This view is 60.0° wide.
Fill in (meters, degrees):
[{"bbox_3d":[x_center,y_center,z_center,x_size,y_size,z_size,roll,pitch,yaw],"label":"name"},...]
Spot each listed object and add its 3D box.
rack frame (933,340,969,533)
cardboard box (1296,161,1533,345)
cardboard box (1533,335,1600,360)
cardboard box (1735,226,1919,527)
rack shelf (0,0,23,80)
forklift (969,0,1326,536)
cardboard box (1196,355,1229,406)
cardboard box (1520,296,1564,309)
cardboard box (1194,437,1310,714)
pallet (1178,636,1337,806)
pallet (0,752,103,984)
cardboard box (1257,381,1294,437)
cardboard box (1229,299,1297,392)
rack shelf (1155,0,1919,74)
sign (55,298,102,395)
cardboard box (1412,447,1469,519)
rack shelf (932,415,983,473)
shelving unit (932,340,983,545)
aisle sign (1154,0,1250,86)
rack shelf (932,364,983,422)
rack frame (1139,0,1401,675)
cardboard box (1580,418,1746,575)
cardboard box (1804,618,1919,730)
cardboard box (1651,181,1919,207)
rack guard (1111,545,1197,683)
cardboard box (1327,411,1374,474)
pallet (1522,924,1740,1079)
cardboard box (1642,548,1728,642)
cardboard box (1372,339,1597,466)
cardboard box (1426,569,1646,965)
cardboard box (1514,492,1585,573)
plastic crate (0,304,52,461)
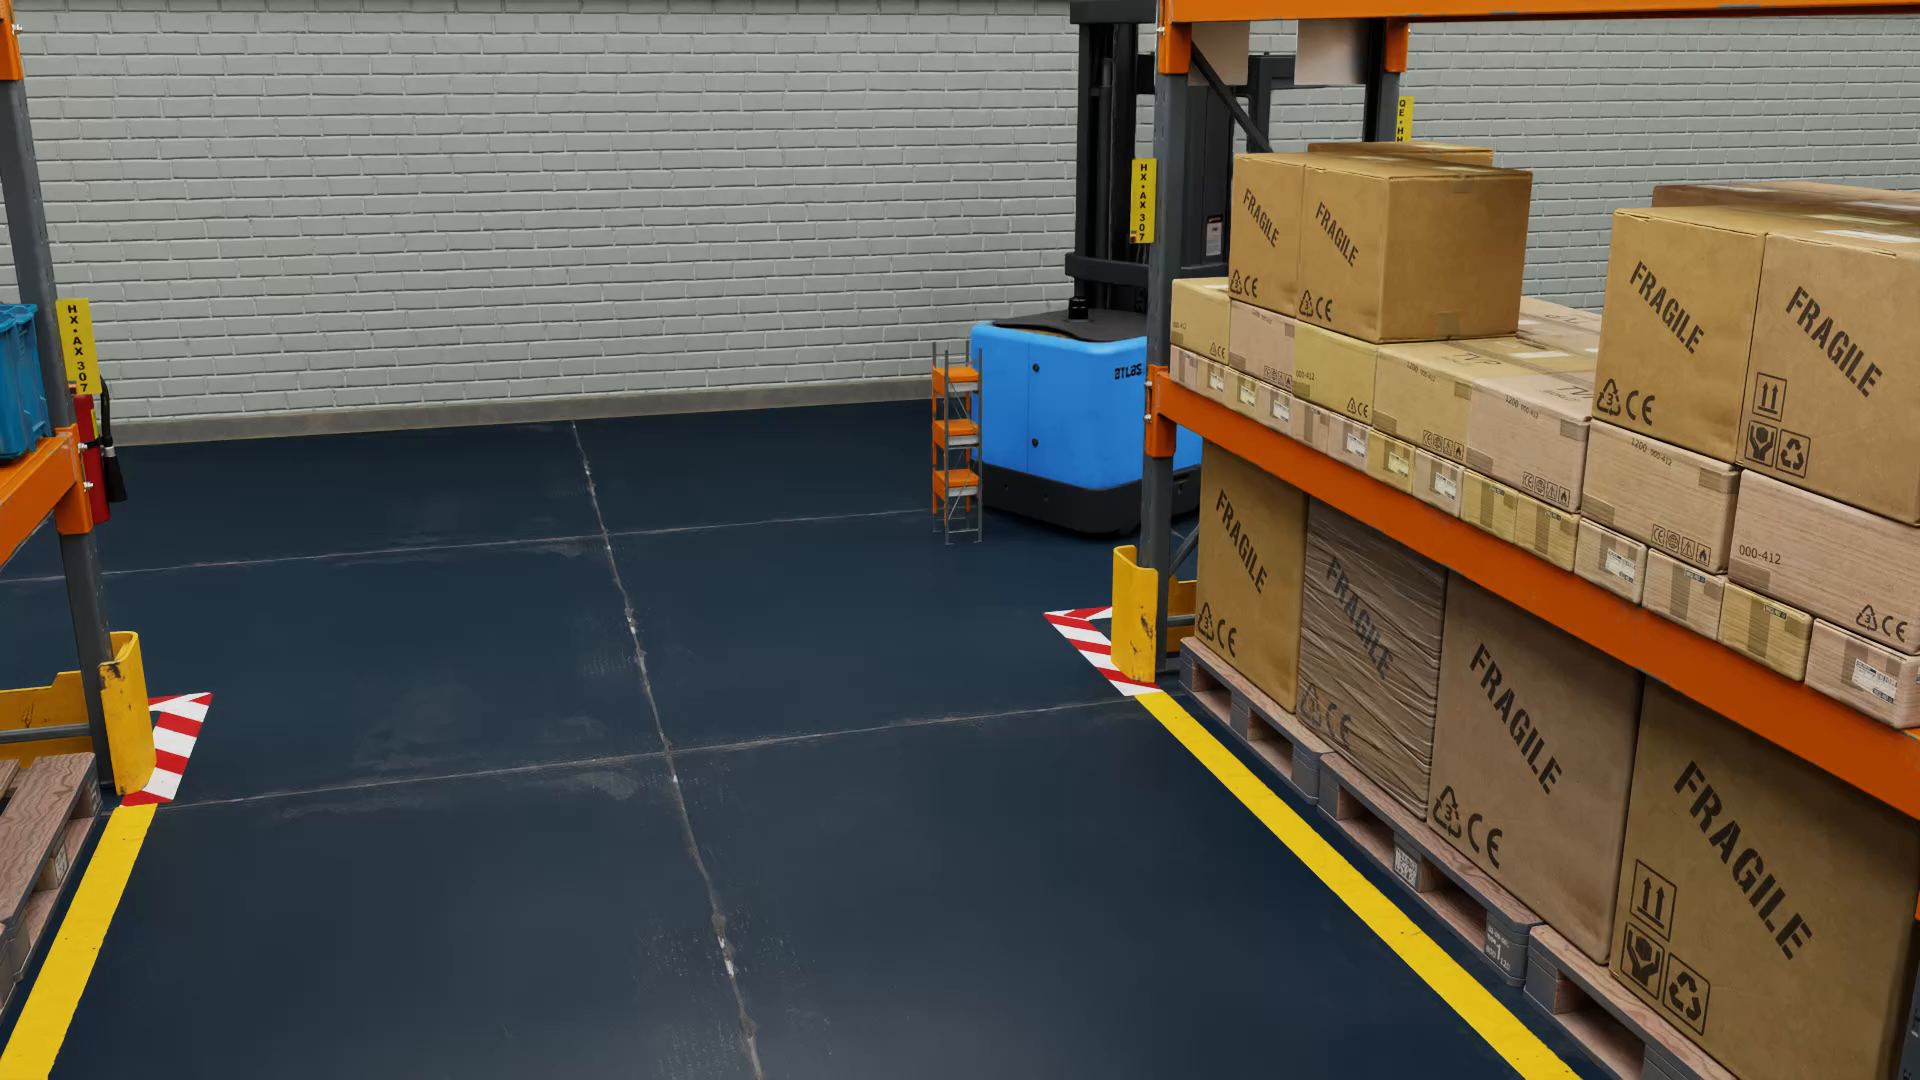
[{"bbox_3d":[-0.048,-0.551,8.963,0.200,1.050,0.008,-5,17,-15],"label":"rack frame"},{"bbox_3d":[1.412,-0.914,5.221,0.500,0.500,0.500,-5,17,-17],"label":"cardboard box"},{"bbox_3d":[2.068,-0.452,4.987,0.500,0.250,0.500,-5,17,-15],"label":"cardboard box"},{"bbox_3d":[1.969,-0.349,3.339,0.500,0.500,0.500,-4,17,-14],"label":"cardboard box"},{"bbox_3d":[-2.959,-1.067,3.326,1.077,0.370,4.000,-5,17,-15],"label":"rack shelf"},{"bbox_3d":[1.452,-1.766,9.738,3.031,2.935,1.130,-15,23,-42],"label":"forklift"},{"bbox_3d":[1.106,-0.604,6.185,0.380,0.149,0.250,-5,17,-16],"label":"cardboard box"},{"bbox_3d":[1.781,-0.737,5.934,0.500,0.250,0.500,-5,17,-16],"label":"cardboard box"},{"bbox_3d":[1.506,0.068,6.476,0.875,0.875,0.875,-5,17,-15],"label":"cardboard box"},{"bbox_3d":[1.549,0.631,6.484,1.003,0.211,1.213,-5,17,-15],"label":"pallet"},{"bbox_3d":[-3.319,1.039,5.127,1.003,0.211,1.213,-5,17,-15],"label":"pallet"},{"bbox_3d":[1.249,-0.461,5.710,0.380,0.149,0.250,-5,17,-16],"label":"cardboard box"},{"bbox_3d":[1.275,-0.693,5.788,0.500,0.250,0.500,-5,17,-16],"label":"cardboard box"},{"bbox_3d":[1.803,-1.458,4.629,1.077,0.370,4.000,-5,17,-15],"label":"rack shelf"},{"bbox_3d":[-2.984,-0.654,5.632,0.100,0.325,0.005,-5,17,-15],"label":"sign"},{"bbox_3d":[1.532,-0.177,4.764,0.380,0.149,0.250,-4,17,-14],"label":"cardboard box"},{"bbox_3d":[-0.015,-0.507,8.853,0.215,0.259,0.240,-5,17,-15],"label":"rack shelf"},{"bbox_3d":[-0.015,-0.518,8.850,0.215,1.050,0.252,-5,17,-15],"label":"shelving unit"},{"bbox_3d":[0.945,-2.161,6.412,0.394,0.787,0.004,-5,17,-15],"label":"aisle sign"},{"bbox_3d":[-0.015,-0.779,8.772,0.215,0.259,0.240,-5,17,-15],"label":"rack shelf"},{"bbox_3d":[1.254,-0.919,6.799,1.000,3.000,0.127,-5,17,-15],"label":"rack frame"},{"bbox_3d":[1.835,-0.128,3.908,0.500,0.250,0.500,-4,17,-14],"label":"cardboard box"},{"bbox_3d":[1.954,0.249,3.346,0.380,0.149,0.250,-5,17,-15],"label":"cardboard box"},{"bbox_3d":[2.192,-0.676,4.428,0.500,0.500,0.500,-5,18,-17],"label":"cardboard box"},{"bbox_3d":[1.247,0.271,7.181,1.175,0.500,0.348,-5,17,-15],"label":"rack guard"},{"bbox_3d":[1.390,-0.319,5.238,0.380,0.149,0.250,-5,17,-16],"label":"cardboard box"},{"bbox_3d":[2.219,1.306,4.237,1.003,0.211,1.213,-5,17,-15],"label":"pallet"},{"bbox_3d":[1.813,0.107,3.820,0.380,0.149,0.250,-5,17,-16],"label":"cardboard box"},{"bbox_3d":[1.558,-0.410,4.845,0.500,0.250,0.500,-5,17,-16],"label":"cardboard box"},{"bbox_3d":[2.001,0.566,4.818,0.875,0.875,0.875,-5,17,-15],"label":"cardboard box"},{"bbox_3d":[1.671,-0.036,4.294,0.380,0.149,0.250,-4,17,-14],"label":"cardboard box"},{"bbox_3d":[-3.237,-0.496,5.222,0.616,0.435,0.499,-5,17,-15],"label":"plastic crate"}]
